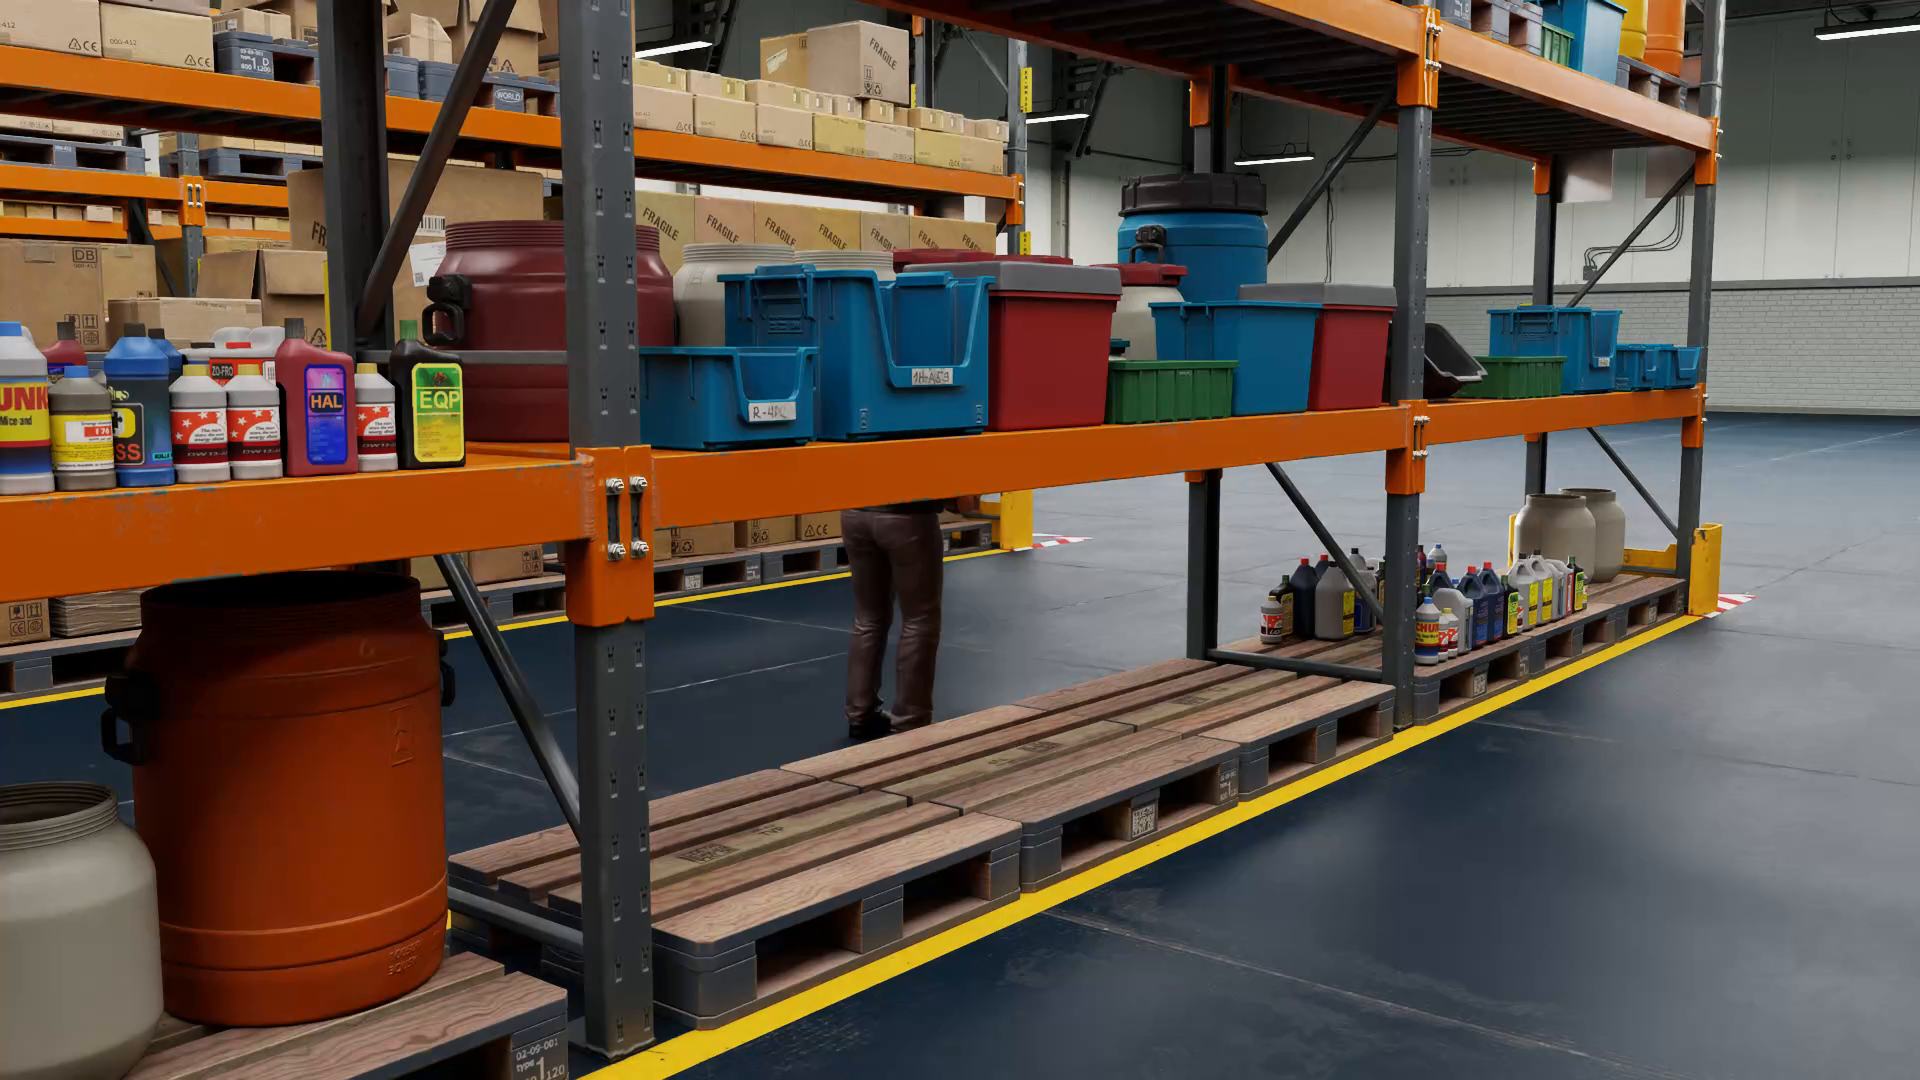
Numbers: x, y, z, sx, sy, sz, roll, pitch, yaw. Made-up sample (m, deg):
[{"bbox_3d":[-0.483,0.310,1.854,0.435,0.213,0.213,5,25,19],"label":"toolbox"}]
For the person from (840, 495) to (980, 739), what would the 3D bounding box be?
[{"bbox_3d":[-0.217,-0.077,6.539,0.494,1.711,0.560,5,9,39],"label":"person"}]
